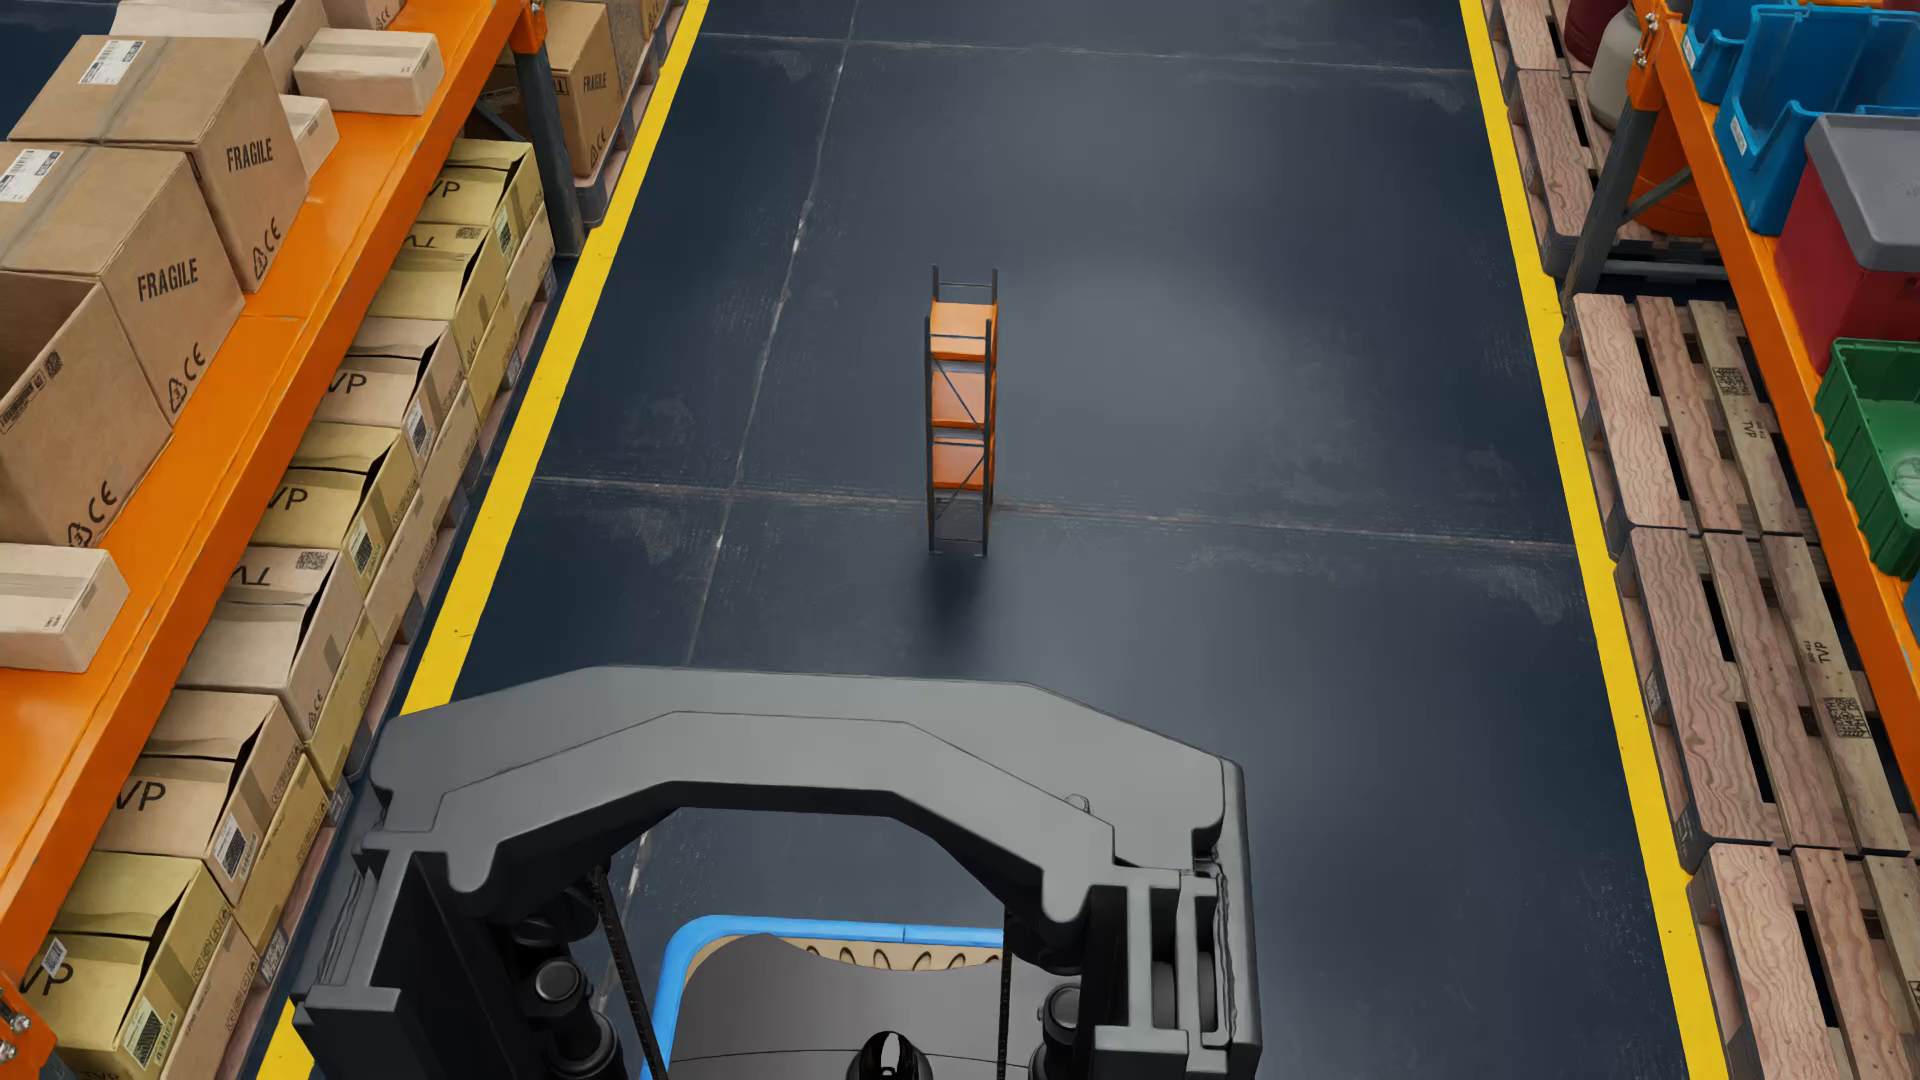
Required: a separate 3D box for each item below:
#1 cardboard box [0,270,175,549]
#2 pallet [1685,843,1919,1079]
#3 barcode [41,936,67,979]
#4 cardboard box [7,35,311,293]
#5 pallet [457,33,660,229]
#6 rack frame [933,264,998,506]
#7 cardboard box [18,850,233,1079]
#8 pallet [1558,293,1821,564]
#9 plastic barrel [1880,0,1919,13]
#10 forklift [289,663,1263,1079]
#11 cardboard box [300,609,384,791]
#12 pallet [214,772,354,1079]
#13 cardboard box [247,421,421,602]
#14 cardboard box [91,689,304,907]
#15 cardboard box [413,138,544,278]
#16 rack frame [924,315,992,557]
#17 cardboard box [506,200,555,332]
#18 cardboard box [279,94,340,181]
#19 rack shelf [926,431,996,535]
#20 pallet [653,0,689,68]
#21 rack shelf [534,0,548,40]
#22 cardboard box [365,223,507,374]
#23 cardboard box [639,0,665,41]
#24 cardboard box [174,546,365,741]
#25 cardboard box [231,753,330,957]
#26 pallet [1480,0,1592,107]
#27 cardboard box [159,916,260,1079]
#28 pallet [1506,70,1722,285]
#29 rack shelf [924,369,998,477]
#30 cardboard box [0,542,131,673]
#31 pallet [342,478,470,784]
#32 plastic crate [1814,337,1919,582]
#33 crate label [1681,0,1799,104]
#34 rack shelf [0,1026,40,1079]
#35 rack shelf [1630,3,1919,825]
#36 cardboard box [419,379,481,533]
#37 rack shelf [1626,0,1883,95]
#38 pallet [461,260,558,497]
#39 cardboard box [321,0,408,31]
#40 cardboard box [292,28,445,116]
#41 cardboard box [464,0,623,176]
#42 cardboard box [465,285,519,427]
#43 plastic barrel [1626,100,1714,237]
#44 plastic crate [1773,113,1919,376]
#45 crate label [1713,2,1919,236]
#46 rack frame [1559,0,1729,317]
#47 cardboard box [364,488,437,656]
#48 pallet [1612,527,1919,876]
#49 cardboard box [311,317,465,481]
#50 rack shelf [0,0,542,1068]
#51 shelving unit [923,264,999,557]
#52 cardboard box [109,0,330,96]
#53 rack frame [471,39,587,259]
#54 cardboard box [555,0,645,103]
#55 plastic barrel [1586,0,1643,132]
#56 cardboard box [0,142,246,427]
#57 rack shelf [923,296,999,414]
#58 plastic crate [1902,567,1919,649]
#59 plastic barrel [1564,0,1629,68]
[{"bbox_3d":[-2.280,-0.285,3.910,0.500,0.500,0.500,7,48,6],"label":"cardboard box"},{"bbox_3d":[2.551,1.397,4.329,1.003,0.211,1.213,4,48,4],"label":"pallet"},{"bbox_3d":[-1.976,0.911,3.629,0.001,0.075,0.075,4,48,4],"label":"barcode"},{"bbox_3d":[-2.186,-1.040,4.600,0.500,0.500,0.500,2,48,1],"label":"cardboard box"},{"bbox_3d":[-1.944,-1.845,7.294,1.003,0.211,1.213,4,48,4],"label":"pallet"},{"bbox_3d":[0.016,-0.483,5.481,0.200,1.050,0.008,4,48,4],"label":"rack frame"},{"bbox_3d":[-2.129,1.009,3.993,0.500,0.311,0.500,4,48,4],"label":"cardboard box"},{"bbox_3d":[2.773,-0.396,5.969,1.003,0.211,1.213,4,48,4],"label":"pallet"},{"bbox_3d":[3.142,-1.589,5.078,0.600,0.536,0.708,4,48,4],"label":"plastic barrel"},{"bbox_3d":[-0.202,1.646,2.258,1.130,2.935,3.031,2,48,2],"label":"forklift"},{"bbox_3d":[-2.038,0.450,4.885,0.500,0.250,0.500,3,48,2],"label":"cardboard box"},{"bbox_3d":[-2.386,1.096,4.604,1.003,0.211,1.213,4,48,4],"label":"pallet"},{"bbox_3d":[-1.990,-0.120,5.026,0.500,0.311,0.500,5,48,5],"label":"cardboard box"},{"bbox_3d":[-2.078,0.642,4.329,0.500,0.311,0.500,3,48,3],"label":"cardboard box"},{"bbox_3d":[-1.852,-1.241,6.051,0.500,0.311,0.500,5,48,5],"label":"cardboard box"},{"bbox_3d":[-0.006,-0.304,5.317,0.200,1.050,0.008,4,48,4],"label":"rack frame"},{"bbox_3d":[-1.855,-1.051,6.257,0.500,0.250,0.500,5,48,4],"label":"cardboard box"},{"bbox_3d":[-2.110,-1.214,4.998,0.380,0.149,0.250,7,48,6],"label":"cardboard box"},{"bbox_3d":[0.005,-0.199,5.611,0.215,0.259,0.240,4,48,4],"label":"rack shelf"},{"bbox_3d":[-1.830,-2.739,8.112,1.003,0.211,1.213,4,48,4],"label":"pallet"},{"bbox_3d":[-1.867,-3.467,7.376,1.077,0.370,4.000,4,48,4],"label":"rack shelf"},{"bbox_3d":[-1.893,-0.859,5.702,0.500,0.311,0.500,3,48,3],"label":"cardboard box"},{"bbox_3d":[-1.631,-2.613,7.503,0.500,0.500,0.500,3,48,3],"label":"cardboard box"},{"bbox_3d":[-2.032,0.262,4.677,0.500,0.311,0.500,2,48,2],"label":"cardboard box"},{"bbox_3d":[-2.083,0.830,4.536,0.500,0.250,0.500,5,48,5],"label":"cardboard box"},{"bbox_3d":[3.027,-2.439,7.838,1.003,0.211,1.213,4,48,4],"label":"pallet"},{"bbox_3d":[-2.131,1.206,4.193,0.500,0.250,0.500,3,48,3],"label":"cardboard box"},{"bbox_3d":[2.913,-1.545,7.020,1.003,0.211,1.213,4,48,4],"label":"pallet"},{"bbox_3d":[0.005,-0.386,5.406,0.215,0.259,0.240,4,48,4],"label":"rack shelf"},{"bbox_3d":[-2.130,0.147,3.753,0.380,0.149,0.250,4,48,4],"label":"cardboard box"},{"bbox_3d":[-2.277,0.198,5.426,1.003,0.211,1.213,4,48,4],"label":"pallet"},{"bbox_3d":[2.396,-0.192,4.036,0.450,0.188,0.662,4,48,4],"label":"plastic crate"},{"bbox_3d":[2.471,-1.563,5.260,0.303,0.233,0.416,4,48,4],"label":"crate label"},{"bbox_3d":[-2.597,2.412,1.999,1.077,0.370,4.000,4,48,4],"label":"rack shelf"},{"bbox_3d":[2.700,-0.192,4.380,1.077,0.370,4.000,4,48,4],"label":"rack shelf"},{"bbox_3d":[-1.947,-0.302,5.572,0.500,0.250,0.500,5,48,4],"label":"cardboard box"},{"bbox_3d":[3.065,-3.131,7.068,1.077,0.370,4.000,4,48,4],"label":"rack shelf"},{"bbox_3d":[-2.164,-0.696,6.244,1.003,0.211,1.213,4,48,4],"label":"pallet"},{"bbox_3d":[-2.126,-1.945,5.557,0.500,0.311,0.500,7,48,6],"label":"cardboard box"},{"bbox_3d":[-1.857,-1.476,5.237,0.380,0.149,0.250,4,48,4],"label":"cardboard box"},{"bbox_3d":[-1.724,-1.860,6.814,0.500,0.500,0.500,6,48,5],"label":"cardboard box"},{"bbox_3d":[-1.898,-0.672,5.910,0.500,0.250,0.500,3,48,3],"label":"cardboard box"},{"bbox_3d":[2.910,-1.674,6.434,0.600,0.830,0.708,4,48,4],"label":"plastic barrel"},{"bbox_3d":[2.431,-0.759,4.368,0.402,0.464,0.583,4,48,4],"label":"plastic crate"},{"bbox_3d":[2.523,-1.204,4.795,0.502,0.435,0.616,4,48,4],"label":"crate label"},{"bbox_3d":[2.883,-1.904,5.459,1.000,3.000,0.127,4,48,4],"label":"rack frame"},{"bbox_3d":[-1.991,0.076,5.227,0.500,0.250,0.500,5,48,4],"label":"cardboard box"},{"bbox_3d":[2.660,0.498,5.152,1.003,0.211,1.213,4,48,4],"label":"pallet"},{"bbox_3d":[-1.942,-0.488,5.363,0.500,0.311,0.500,4,48,3],"label":"cardboard box"},{"bbox_3d":[-2.232,-0.527,4.687,1.077,0.370,4.000,4,48,4],"label":"rack shelf"},{"bbox_3d":[0.005,-0.394,5.399,0.215,1.050,0.252,4,48,4],"label":"shelving unit"},{"bbox_3d":[-2.324,-1.566,5.210,0.500,0.311,0.500,3,48,3],"label":"cardboard box"},{"bbox_3d":[-2.050,-2.240,5.766,1.000,3.000,0.127,4,48,4],"label":"rack frame"},{"bbox_3d":[-1.682,-2.245,7.166,0.500,0.500,0.500,2,48,2],"label":"cardboard box"},{"bbox_3d":[2.873,-1.988,6.937,0.421,0.512,0.421,0,48,0],"label":"plastic barrel"},{"bbox_3d":[-2.234,-0.653,4.246,0.500,0.500,0.500,4,48,4],"label":"cardboard box"},{"bbox_3d":[0.005,-0.578,5.197,0.215,0.259,0.240,4,48,4],"label":"rack shelf"},{"bbox_3d":[2.309,0.209,3.537,0.392,0.384,0.575,4,48,4],"label":"plastic crate"},{"bbox_3d":[3.013,-2.422,7.282,0.600,0.588,0.708,4,48,4],"label":"plastic barrel"}]
